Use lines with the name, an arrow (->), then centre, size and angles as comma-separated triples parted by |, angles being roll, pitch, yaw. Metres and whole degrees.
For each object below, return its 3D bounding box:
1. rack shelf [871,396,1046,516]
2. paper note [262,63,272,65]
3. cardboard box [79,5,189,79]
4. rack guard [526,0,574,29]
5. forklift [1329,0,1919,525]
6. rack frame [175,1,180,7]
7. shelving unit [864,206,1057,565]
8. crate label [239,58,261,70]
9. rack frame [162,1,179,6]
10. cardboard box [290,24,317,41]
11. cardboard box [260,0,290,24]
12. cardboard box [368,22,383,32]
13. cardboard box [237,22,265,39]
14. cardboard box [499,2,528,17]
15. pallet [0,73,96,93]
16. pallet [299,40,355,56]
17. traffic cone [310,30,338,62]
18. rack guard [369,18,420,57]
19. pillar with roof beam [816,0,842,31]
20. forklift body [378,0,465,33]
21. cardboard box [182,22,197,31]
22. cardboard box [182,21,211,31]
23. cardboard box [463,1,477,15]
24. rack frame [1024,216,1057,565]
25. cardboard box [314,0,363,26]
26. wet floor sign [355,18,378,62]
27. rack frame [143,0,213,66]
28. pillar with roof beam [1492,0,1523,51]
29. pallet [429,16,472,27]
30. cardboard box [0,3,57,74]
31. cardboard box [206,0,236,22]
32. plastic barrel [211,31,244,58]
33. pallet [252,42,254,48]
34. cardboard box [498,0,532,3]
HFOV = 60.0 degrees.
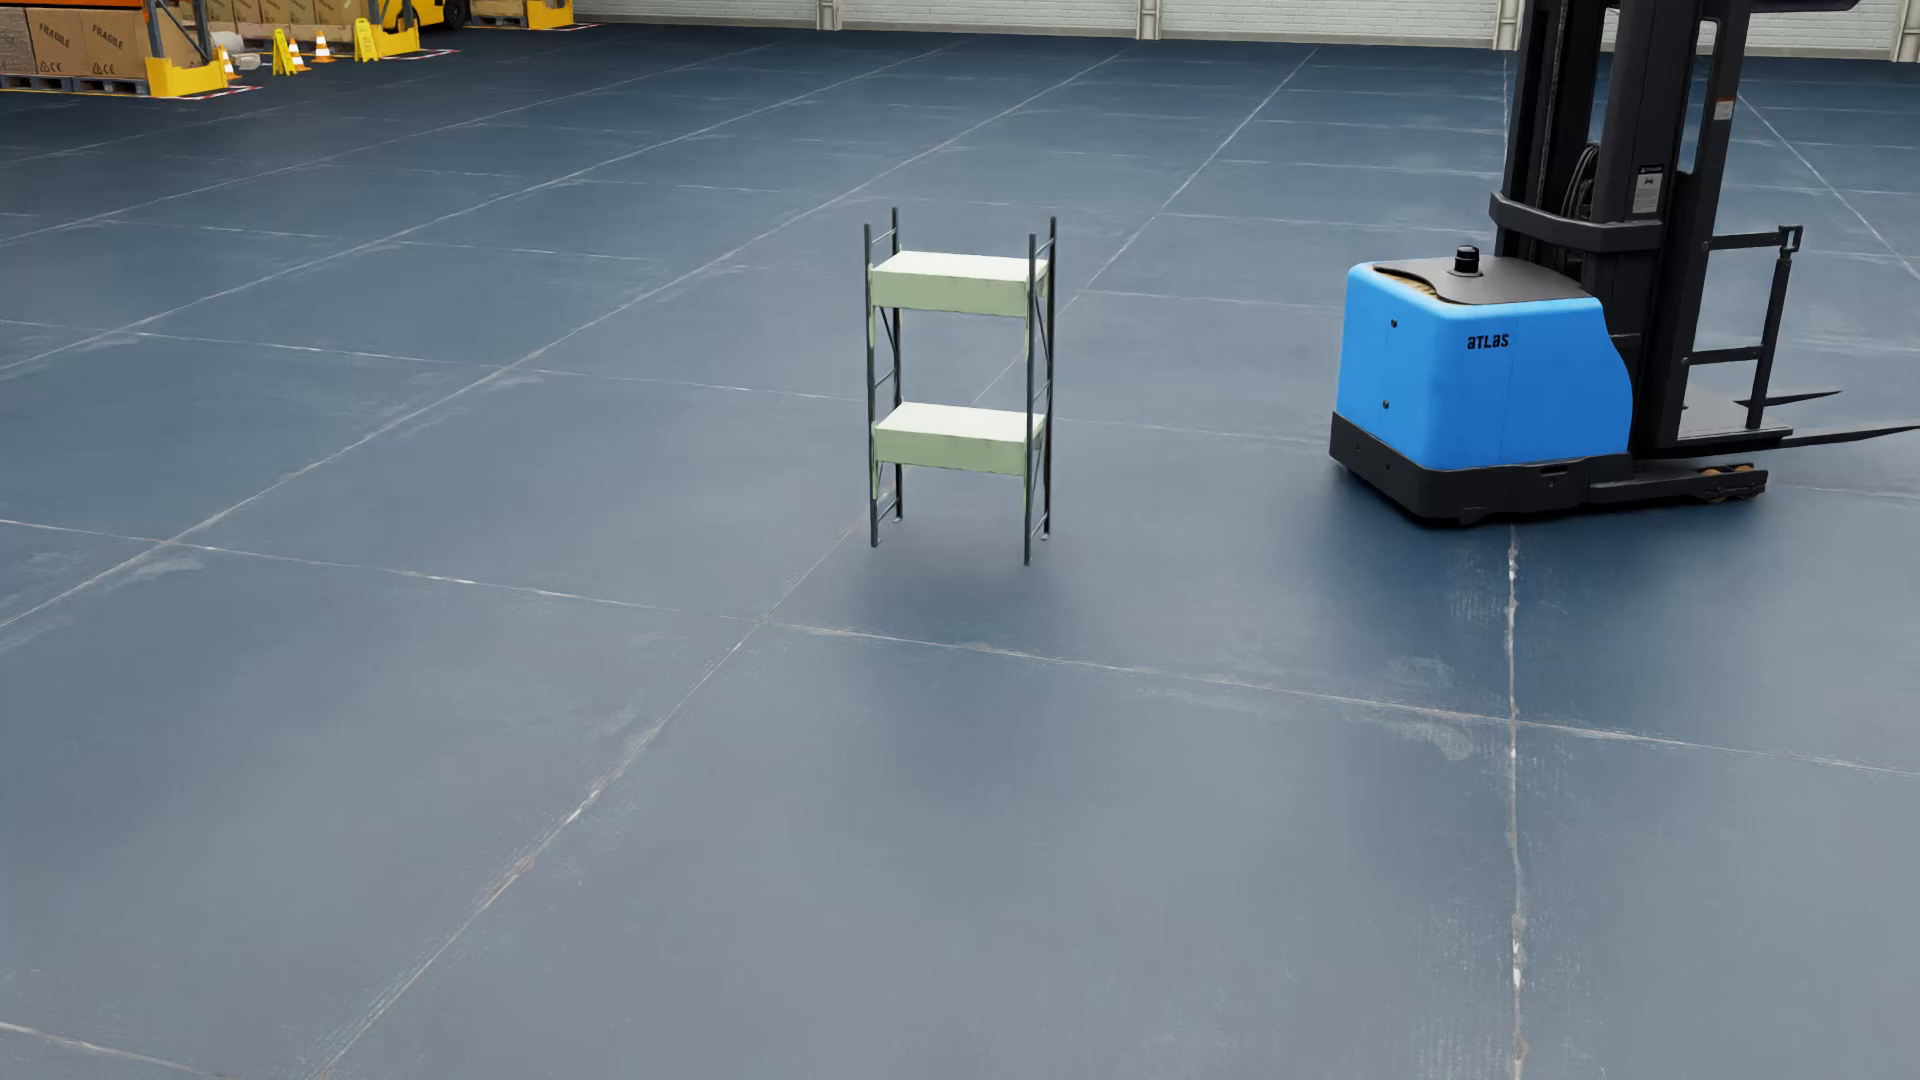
rack shelf -> 0.006, -0.392, 7.607 | 0.720, 0.370, 0.431 | 7, 23, 16
paper note -> -10.670, -7.327, 25.592 | 0.142, 0.019, 0.148 | -1, 22, -3
cardboard box -> -11.192, -6.772, 22.574 | 0.875, 0.875, 0.875 | 7, 23, 16
rack guard -> -7.737, -9.965, 31.405 | 0.348, 0.500, 1.175 | 7, 23, 16
forklift -> 3.499, -1.723, 8.109 | 3.031, 2.935, 1.130 | -6, 23, -14
rack frame -> -15.419, -12.001, 33.075 | 0.127, 3.000, 1.000 | 7, 23, 16
shelving unit -> 0.006, -0.693, 7.484 | 0.755, 1.500, 0.431 | 7, 23, 16
crate label -> -10.740, -7.197, 25.136 | 0.298, 0.136, 0.250 | -5, 23, -12
rack frame -> -13.020, -9.759, 27.608 | 0.127, 3.000, 1.000 | 7, 23, 16
cardboard box -> -10.536, -8.293, 27.104 | 0.500, 0.250, 0.500 | 7, 23, 16
cardboard box -> -11.014, -8.696, 27.100 | 0.500, 0.500, 0.500 | 6, 23, 14
cardboard box -> -9.883, -8.431, 27.442 | 0.500, 0.250, 0.500 | 6, 23, 15
cardboard box -> -11.510, -8.407, 27.381 | 0.500, 0.250, 0.500 | 6, 23, 15
cardboard box -> -8.301, -9.983, 31.225 | 0.500, 0.250, 0.500 | 7, 23, 16
pallet -> -12.476, -6.414, 23.129 | 1.213, 0.211, 1.003 | 7, 23, 15
pallet -> -10.031, -8.140, 27.337 | 1.213, 0.211, 1.003 | 7, 23, 16
traffic cone -> -9.975, -7.725, 25.993 | 0.334, 0.463, 0.336 | 7, 23, 16
rack guard -> -9.263, -8.172, 27.034 | 0.348, 0.500, 1.175 | 7, 23, 16
pillar with roof beam -> -3.666, -12.082, 25.366 | 0.400, 9.000, 9.100 | 7, 23, 16
forklift body -> -10.103, -10.276, 29.989 | 1.214, 2.155, 2.313 | 7, 23, 16
cardboard box -> -12.387, -7.992, 26.590 | 0.500, 0.500, 0.500 | -14, 26, -30
cardboard box -> -12.533, -8.518, 27.653 | 0.500, 0.250, 0.500 | 5, 23, 13
cardboard box -> -9.251, -10.099, 31.508 | 0.500, 0.250, 0.500 | 7, 23, 16
rack frame -> 0.357, -0.653, 7.386 | 0.023, 1.500, 0.400 | 7, 23, 16
cardboard box -> -10.033, -8.582, 26.822 | 0.500, 0.500, 0.500 | 7, 23, 16
wet floor sign -> -9.318, -7.821, 25.987 | 0.232, 0.644, 0.267 | 16, 27, 34
rack frame -> -10.523, -7.511, 22.128 | 0.127, 3.000, 1.000 | 7, 23, 16
pillar with roof beam -> 7.823, -10.766, 22.159 | 0.400, 9.000, 9.100 | 7, 23, 16
pallet -> -9.669, -10.037, 31.961 | 1.213, 0.211, 1.003 | 7, 23, 15
cardboard box -> -12.907, -6.969, 23.053 | 0.875, 0.875, 0.875 | 7, 23, 16
cardboard box -> -12.017, -8.811, 27.379 | 0.500, 0.500, 0.500 | 8, 23, 18
plastic barrel -> -11.605, -7.805, 26.239 | 0.512, 0.421, 0.421 | -14, 26, -30
pallet -> -12.367, -8.408, 27.989 | 1.213, 0.211, 1.003 | 7, 23, 16
cardboard box -> -8.316, -10.217, 31.137 | 0.500, 0.250, 0.500 | 6, 23, 15
